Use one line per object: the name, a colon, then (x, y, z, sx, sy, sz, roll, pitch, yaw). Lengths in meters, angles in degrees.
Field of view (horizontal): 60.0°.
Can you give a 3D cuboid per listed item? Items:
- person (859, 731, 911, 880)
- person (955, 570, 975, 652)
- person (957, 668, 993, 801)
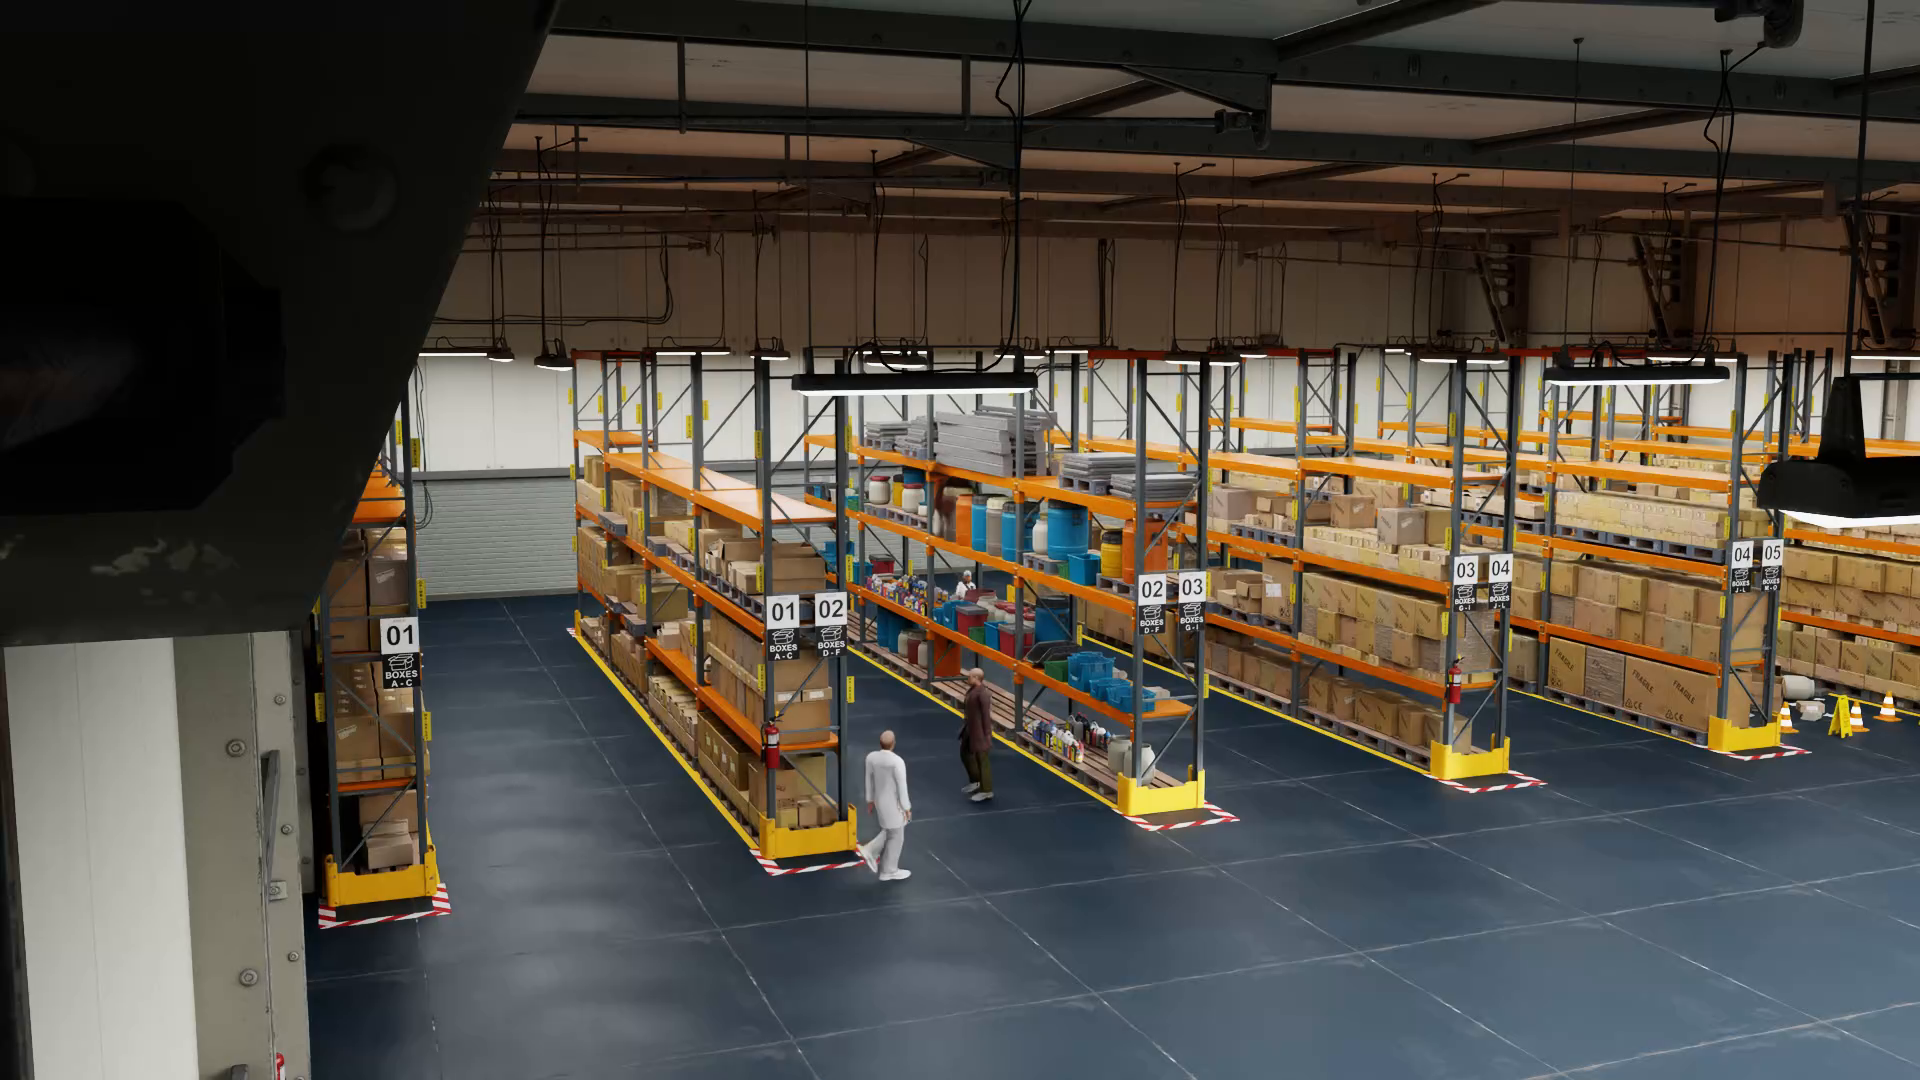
person: (-0.851, 3.056, 19.196, 0.573, 1.760, 0.588, -3, 8, -20)
person: (0.138, 1.415, 33.145, 0.519, 1.601, 0.914, -3, 8, -20)
person: (0.207, 2.619, 22.667, 0.432, 1.791, 0.614, -3, 8, -20)
